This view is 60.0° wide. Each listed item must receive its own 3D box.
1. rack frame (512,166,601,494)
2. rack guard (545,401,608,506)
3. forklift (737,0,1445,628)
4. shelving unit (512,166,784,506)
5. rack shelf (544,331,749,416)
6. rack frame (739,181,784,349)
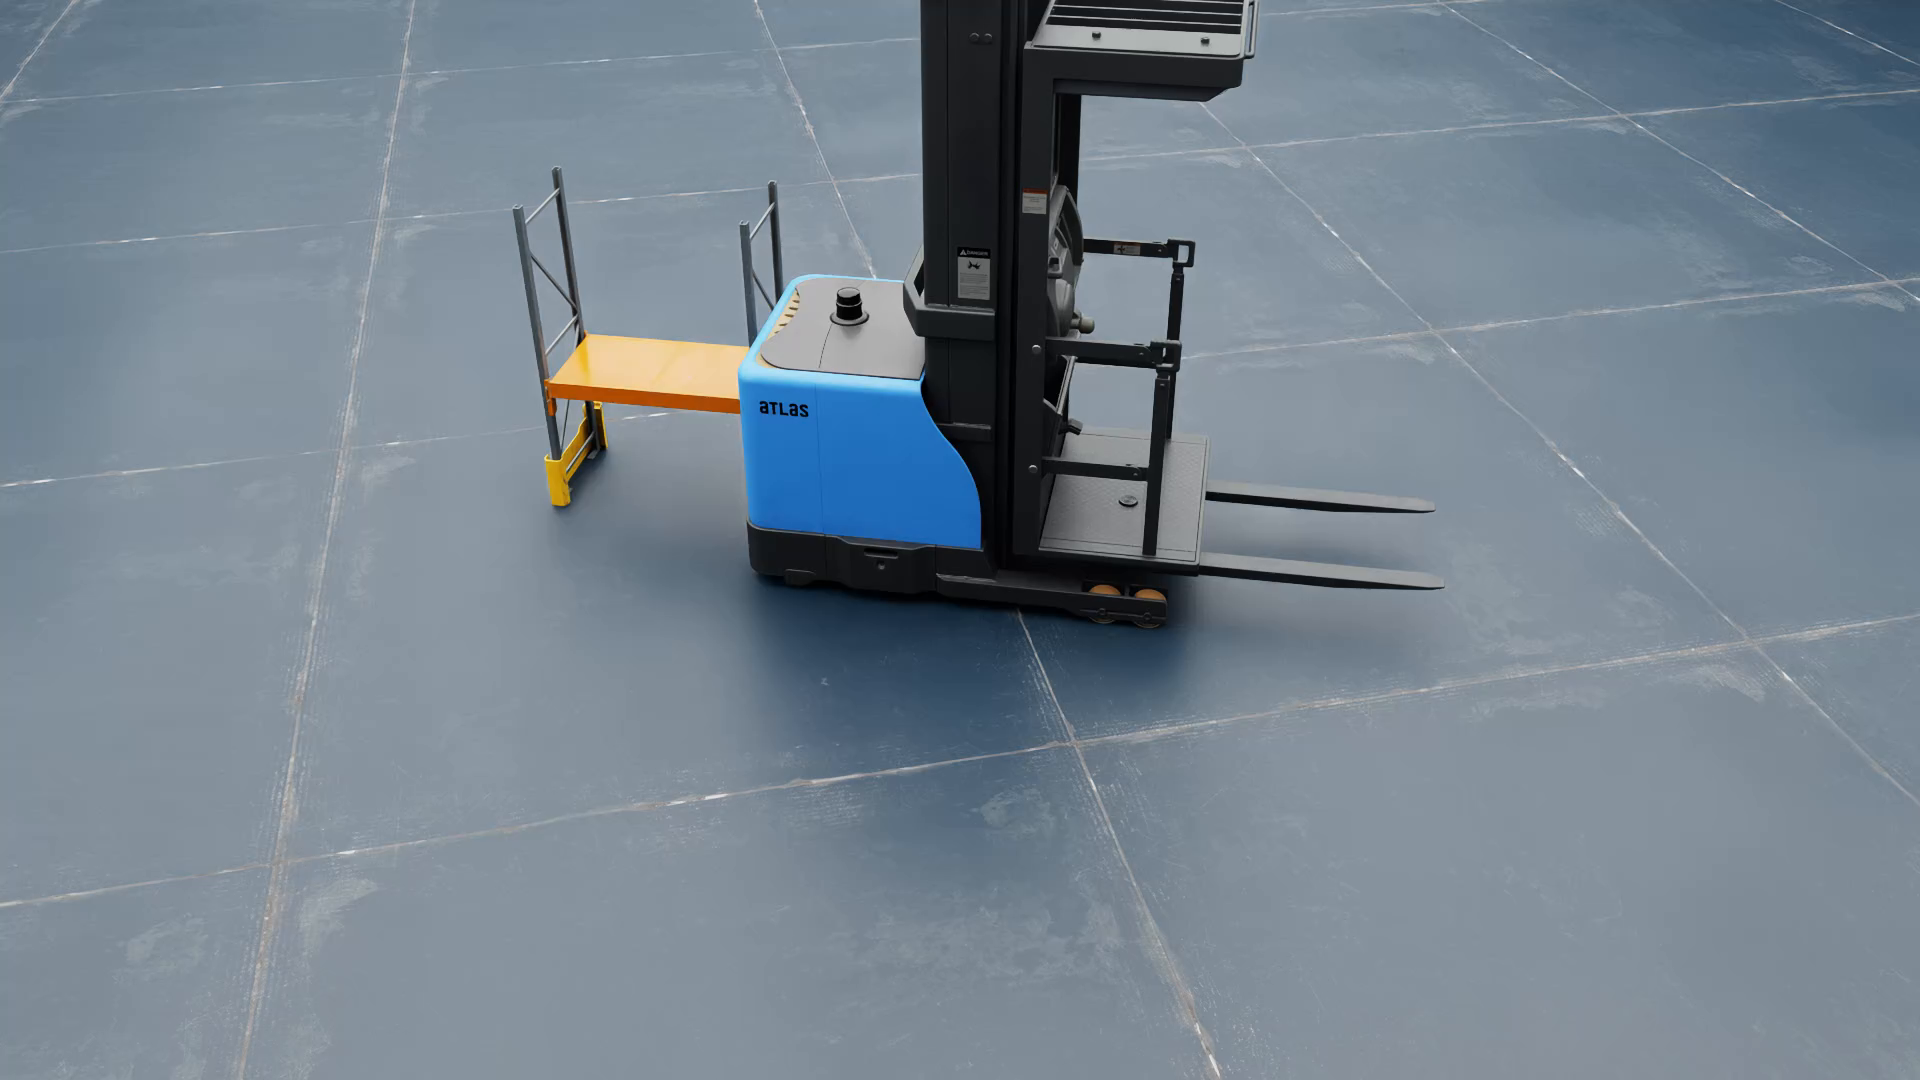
[{"bbox_3d":[-1.881,-0.949,7.819,0.032,1.500,0.500,6,34,8],"label":"rack frame"},{"bbox_3d":[-1.880,-0.430,8.167,0.087,0.250,0.587,6,34,8],"label":"rack guard"},{"bbox_3d":[0.621,-1.157,6.844,3.031,2.935,1.130,5,34,8],"label":"forklift"},{"bbox_3d":[-1.389,-0.902,7.748,1.083,1.500,0.587,6,34,8],"label":"shelving unit"},{"bbox_3d":[-1.380,-0.751,7.846,1.000,0.185,0.538,6,34,8],"label":"rack shelf"},{"bbox_3d":[-0.879,-0.852,7.674,0.032,1.500,0.500,6,34,8],"label":"rack frame"}]
